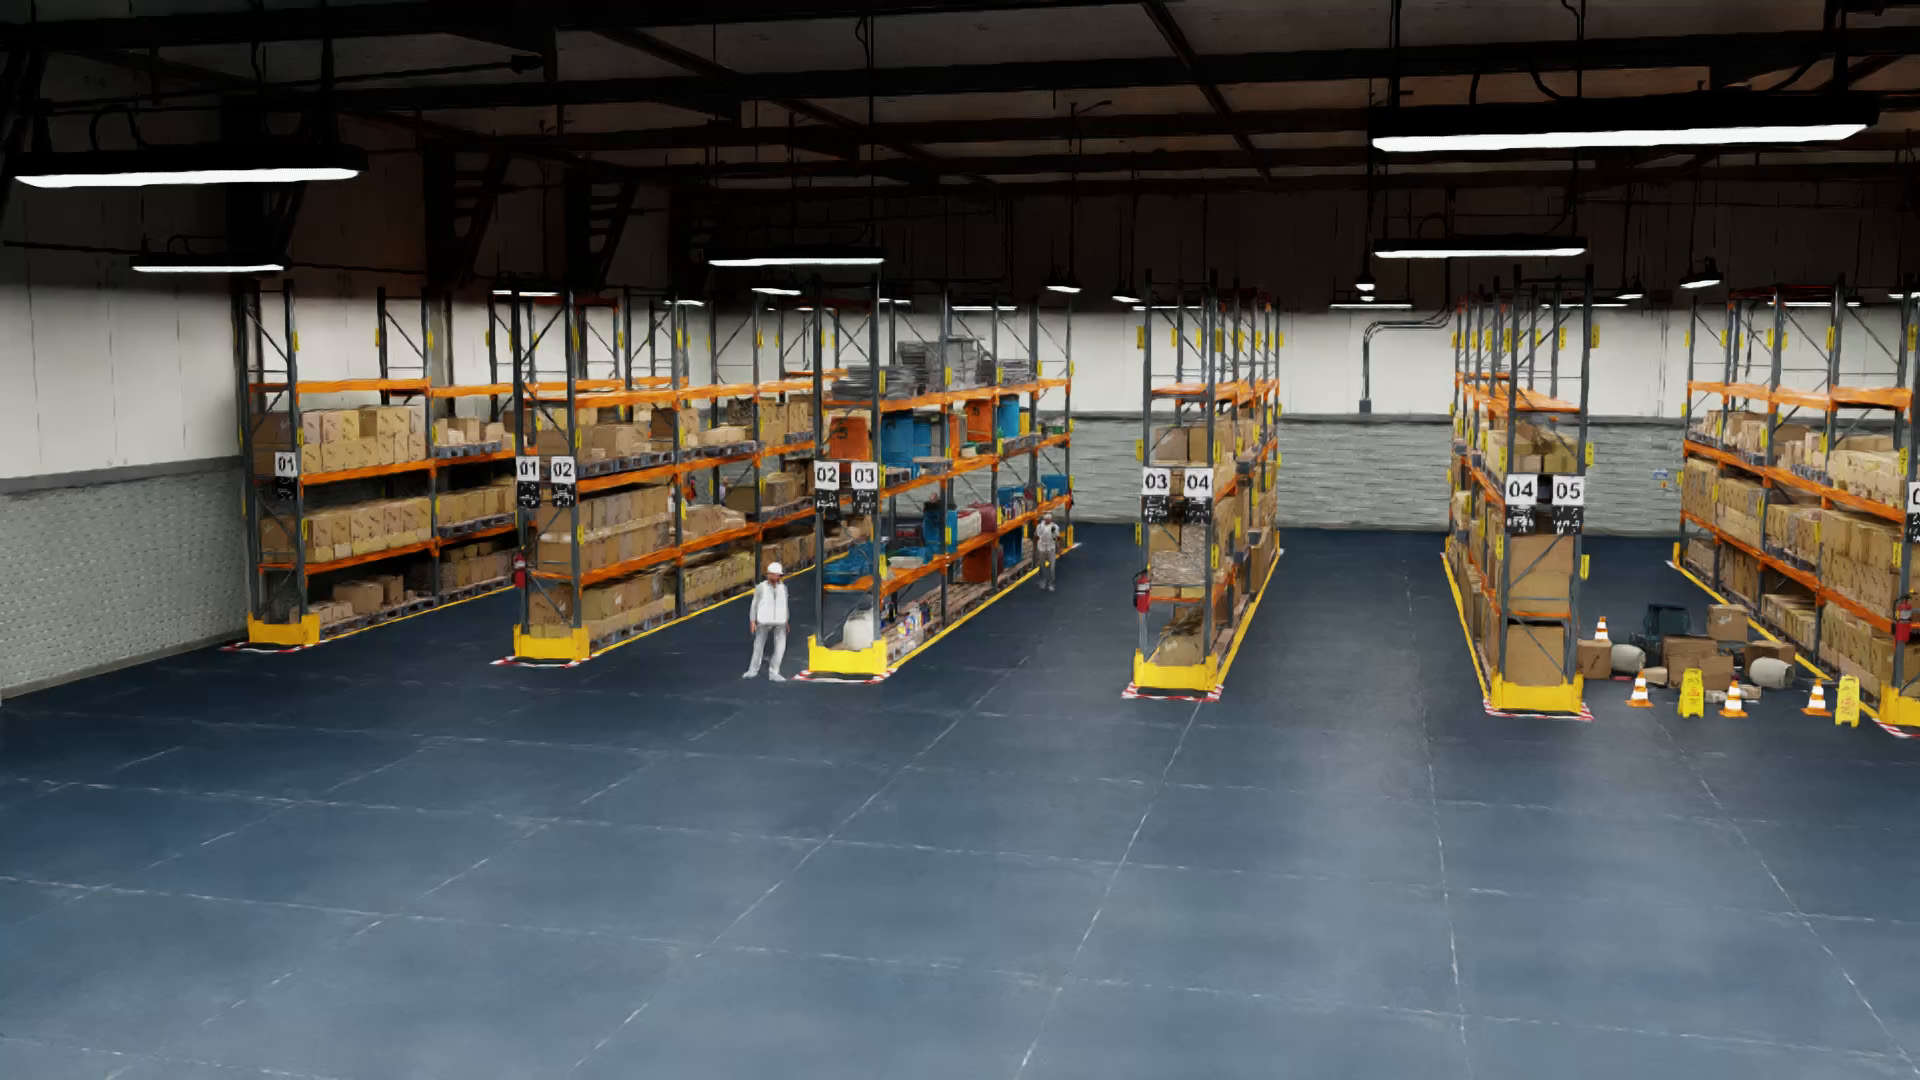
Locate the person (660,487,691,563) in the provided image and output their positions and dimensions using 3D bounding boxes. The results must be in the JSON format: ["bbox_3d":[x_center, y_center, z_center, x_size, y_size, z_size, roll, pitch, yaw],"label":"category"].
[{"bbox_3d":[-6.414,-0.364,37.561,0.562,1.704,1.104,1,7,12],"label":"person"}]

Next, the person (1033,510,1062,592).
[{"bbox_3d":[1.769,0.183,33.457,0.584,1.644,0.659,1,7,6],"label":"person"}]

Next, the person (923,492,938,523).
[{"bbox_3d":[-0.572,-0.243,36.828,0.542,1.645,1.126,2,7,16],"label":"person"}]

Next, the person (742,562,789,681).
[{"bbox_3d":[-2.879,1.197,24.613,0.694,1.750,0.506,-3,7,-22],"label":"person"}]

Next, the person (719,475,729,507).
[{"bbox_3d":[-5.959,-0.875,42.391,0.478,1.580,1.000,1,7,6],"label":"person"}]
